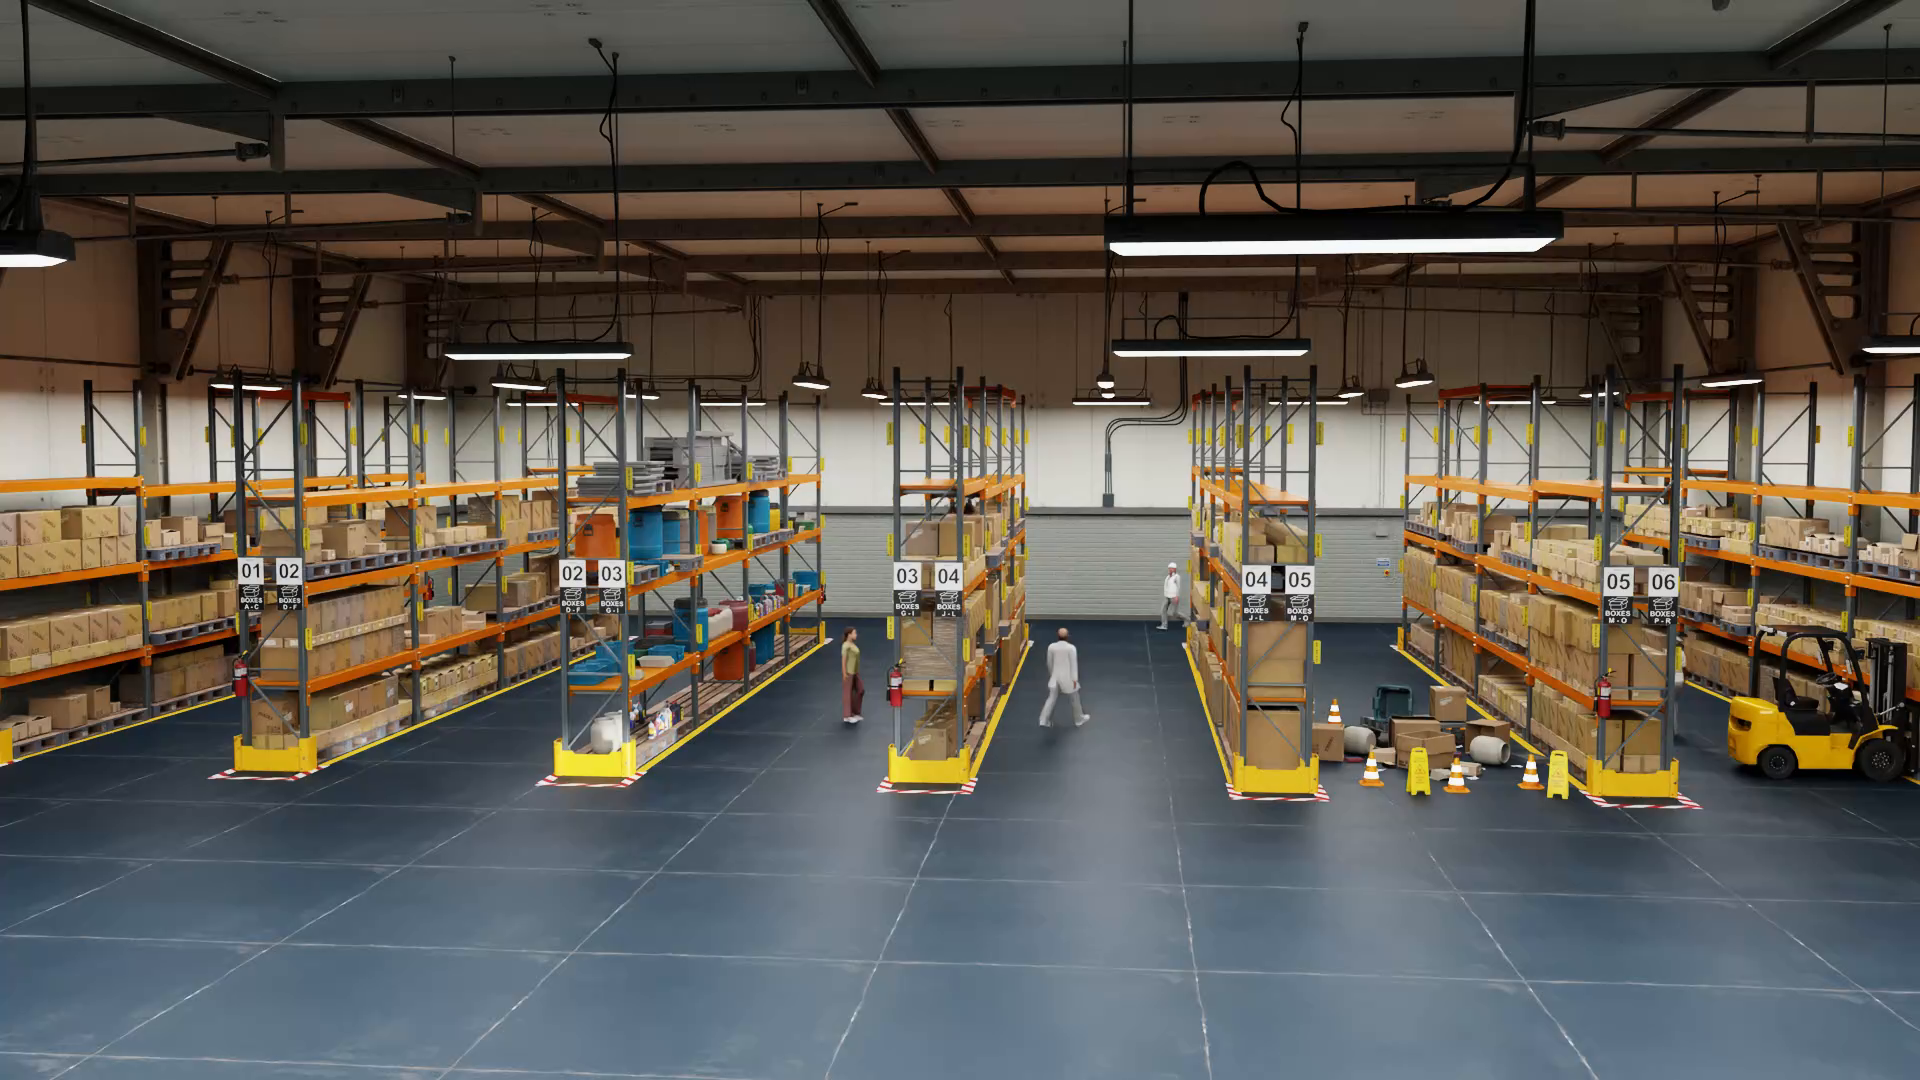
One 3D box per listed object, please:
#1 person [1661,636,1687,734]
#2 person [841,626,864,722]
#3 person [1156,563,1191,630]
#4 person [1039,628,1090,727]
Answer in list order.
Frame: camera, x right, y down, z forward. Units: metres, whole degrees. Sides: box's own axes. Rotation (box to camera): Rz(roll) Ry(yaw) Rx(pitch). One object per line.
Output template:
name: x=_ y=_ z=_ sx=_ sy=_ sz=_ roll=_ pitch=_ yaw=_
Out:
person: x=11.931 y=2.421 z=27.943 sx=0.538 sy=1.709 sz=0.738 roll=0 pitch=4 yaw=1
person: x=-1.922 y=2.369 z=29.265 sx=0.355 sy=1.706 sz=0.555 roll=1 pitch=4 yaw=17
person: x=5.517 y=1.453 z=43.021 sx=0.894 sy=1.741 sz=0.568 roll=-1 pitch=4 yaw=-23
person: x=1.796 y=2.360 z=28.582 sx=0.650 sy=1.730 sz=1.132 roll=3 pitch=5 yaw=42
